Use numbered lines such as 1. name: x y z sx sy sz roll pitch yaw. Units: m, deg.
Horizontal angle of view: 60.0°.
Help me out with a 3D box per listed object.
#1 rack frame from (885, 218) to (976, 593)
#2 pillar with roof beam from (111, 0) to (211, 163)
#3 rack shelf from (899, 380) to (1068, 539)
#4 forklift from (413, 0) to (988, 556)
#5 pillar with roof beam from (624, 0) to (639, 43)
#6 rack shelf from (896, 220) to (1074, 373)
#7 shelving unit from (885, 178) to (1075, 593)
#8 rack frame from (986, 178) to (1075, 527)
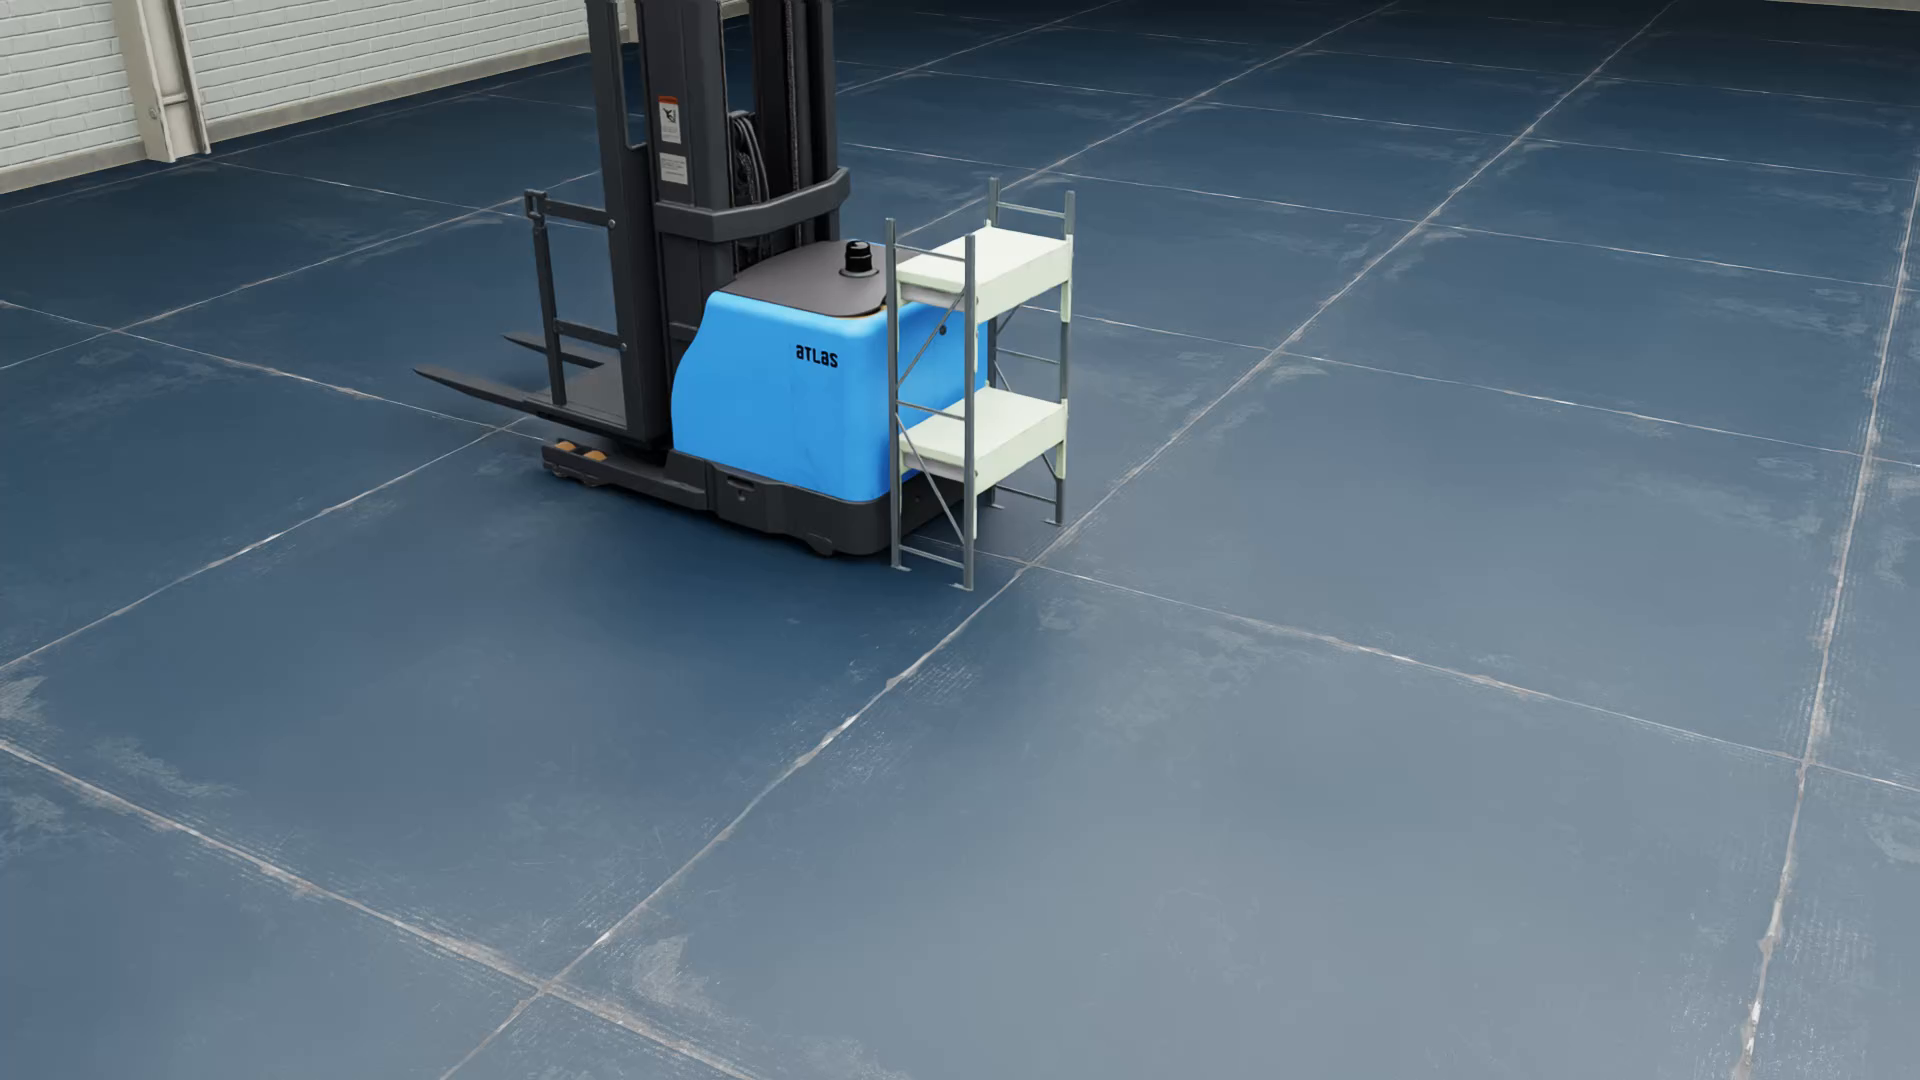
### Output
1. rack frame: -0.115 -0.508 6.589 0.400 1.500 0.023 17 31 30
2. pillar with roof beam: -2.586 -6.194 9.570 9.100 9.000 0.400 14 30 26
3. rack shelf: 0.088 -0.353 7.007 0.431 0.370 0.720 17 31 30
4. forklift: -1.357 -1.735 7.442 3.031 2.935 1.130 17 31 30
5. pillar with roof beam: 0.365 -8.532 14.242 9.100 9.000 0.400 14 30 26
6. rack shelf: 0.088 -0.993 6.686 0.431 0.370 0.720 17 31 30
7. shelving unit: 0.088 -0.644 6.861 0.431 1.500 0.755 17 31 30
8. rack frame: 0.291 -0.781 7.133 0.400 1.500 0.023 17 31 30
